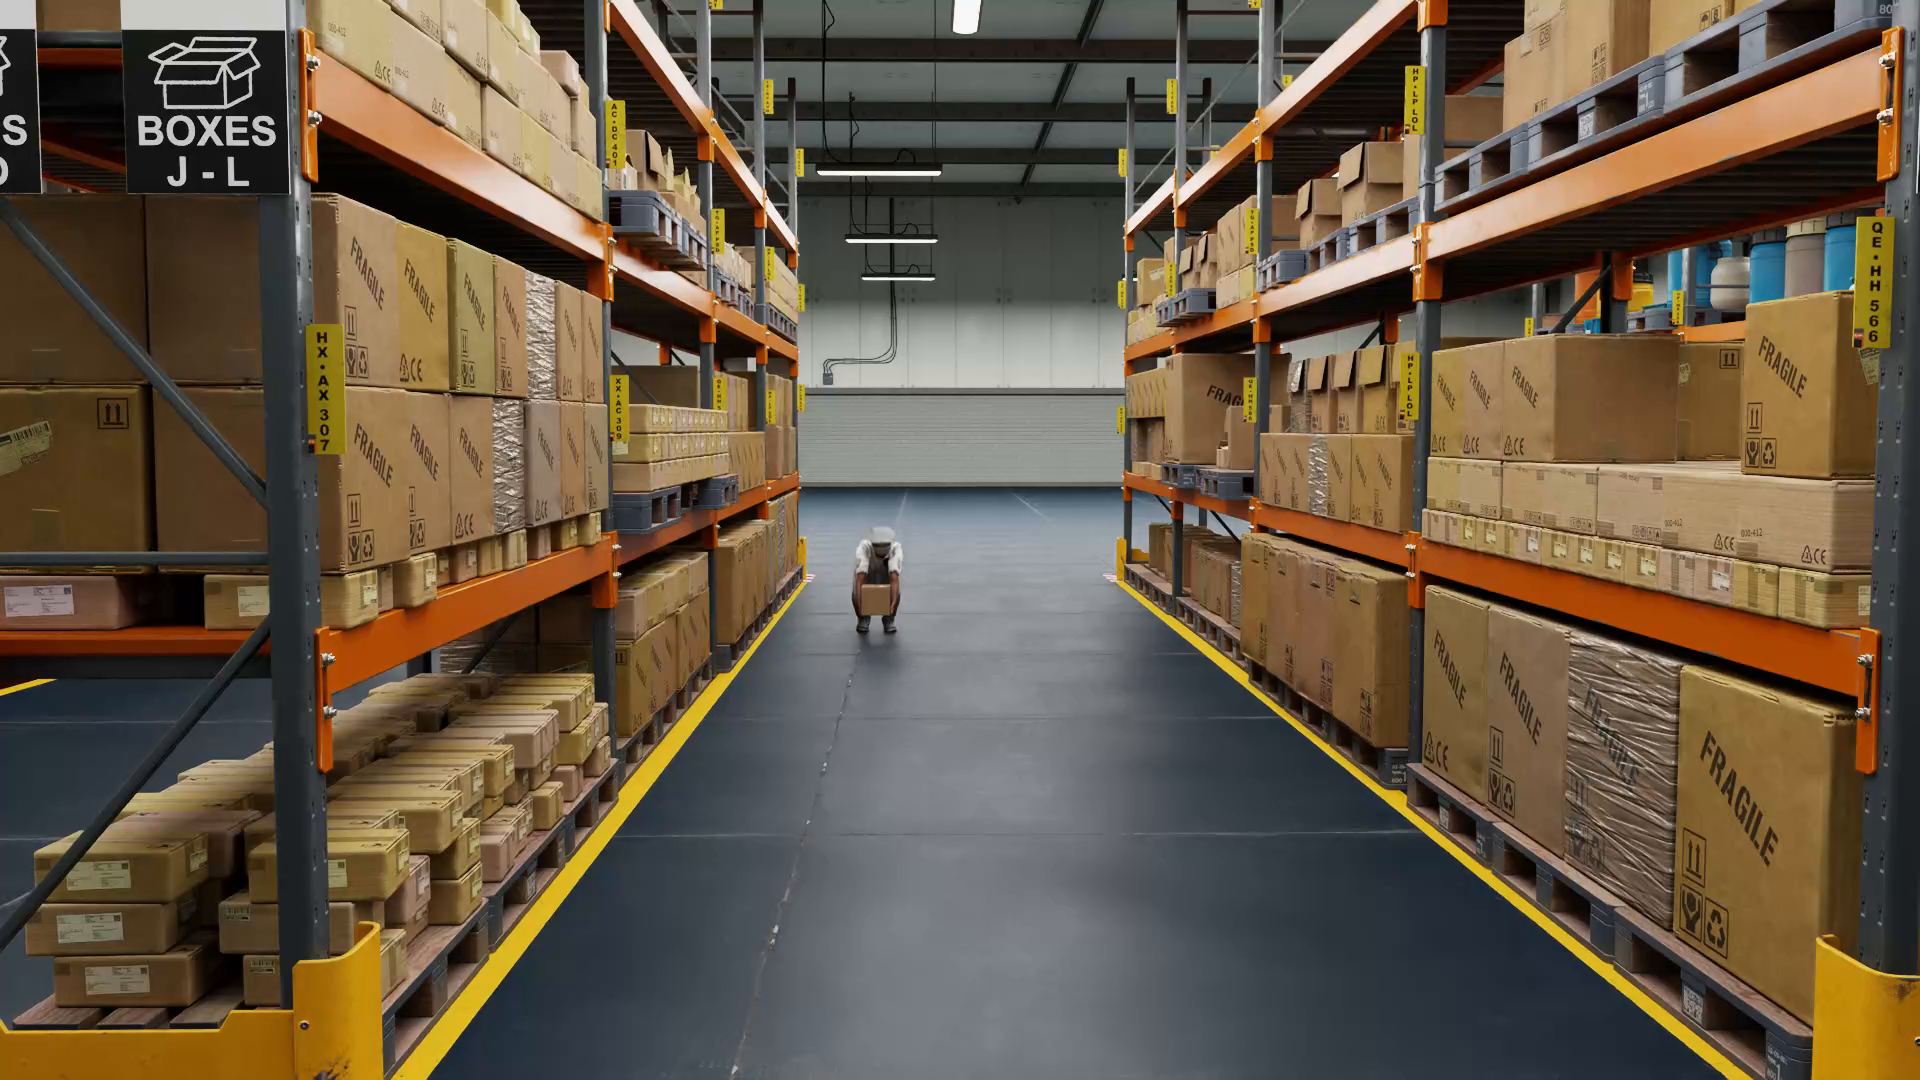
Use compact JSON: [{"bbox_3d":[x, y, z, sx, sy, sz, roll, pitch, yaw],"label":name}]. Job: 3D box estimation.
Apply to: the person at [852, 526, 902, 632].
[{"bbox_3d":[-0.749,0.350,14.990,0.456,0.977,0.874,0,4,-3],"label":"person"}]
